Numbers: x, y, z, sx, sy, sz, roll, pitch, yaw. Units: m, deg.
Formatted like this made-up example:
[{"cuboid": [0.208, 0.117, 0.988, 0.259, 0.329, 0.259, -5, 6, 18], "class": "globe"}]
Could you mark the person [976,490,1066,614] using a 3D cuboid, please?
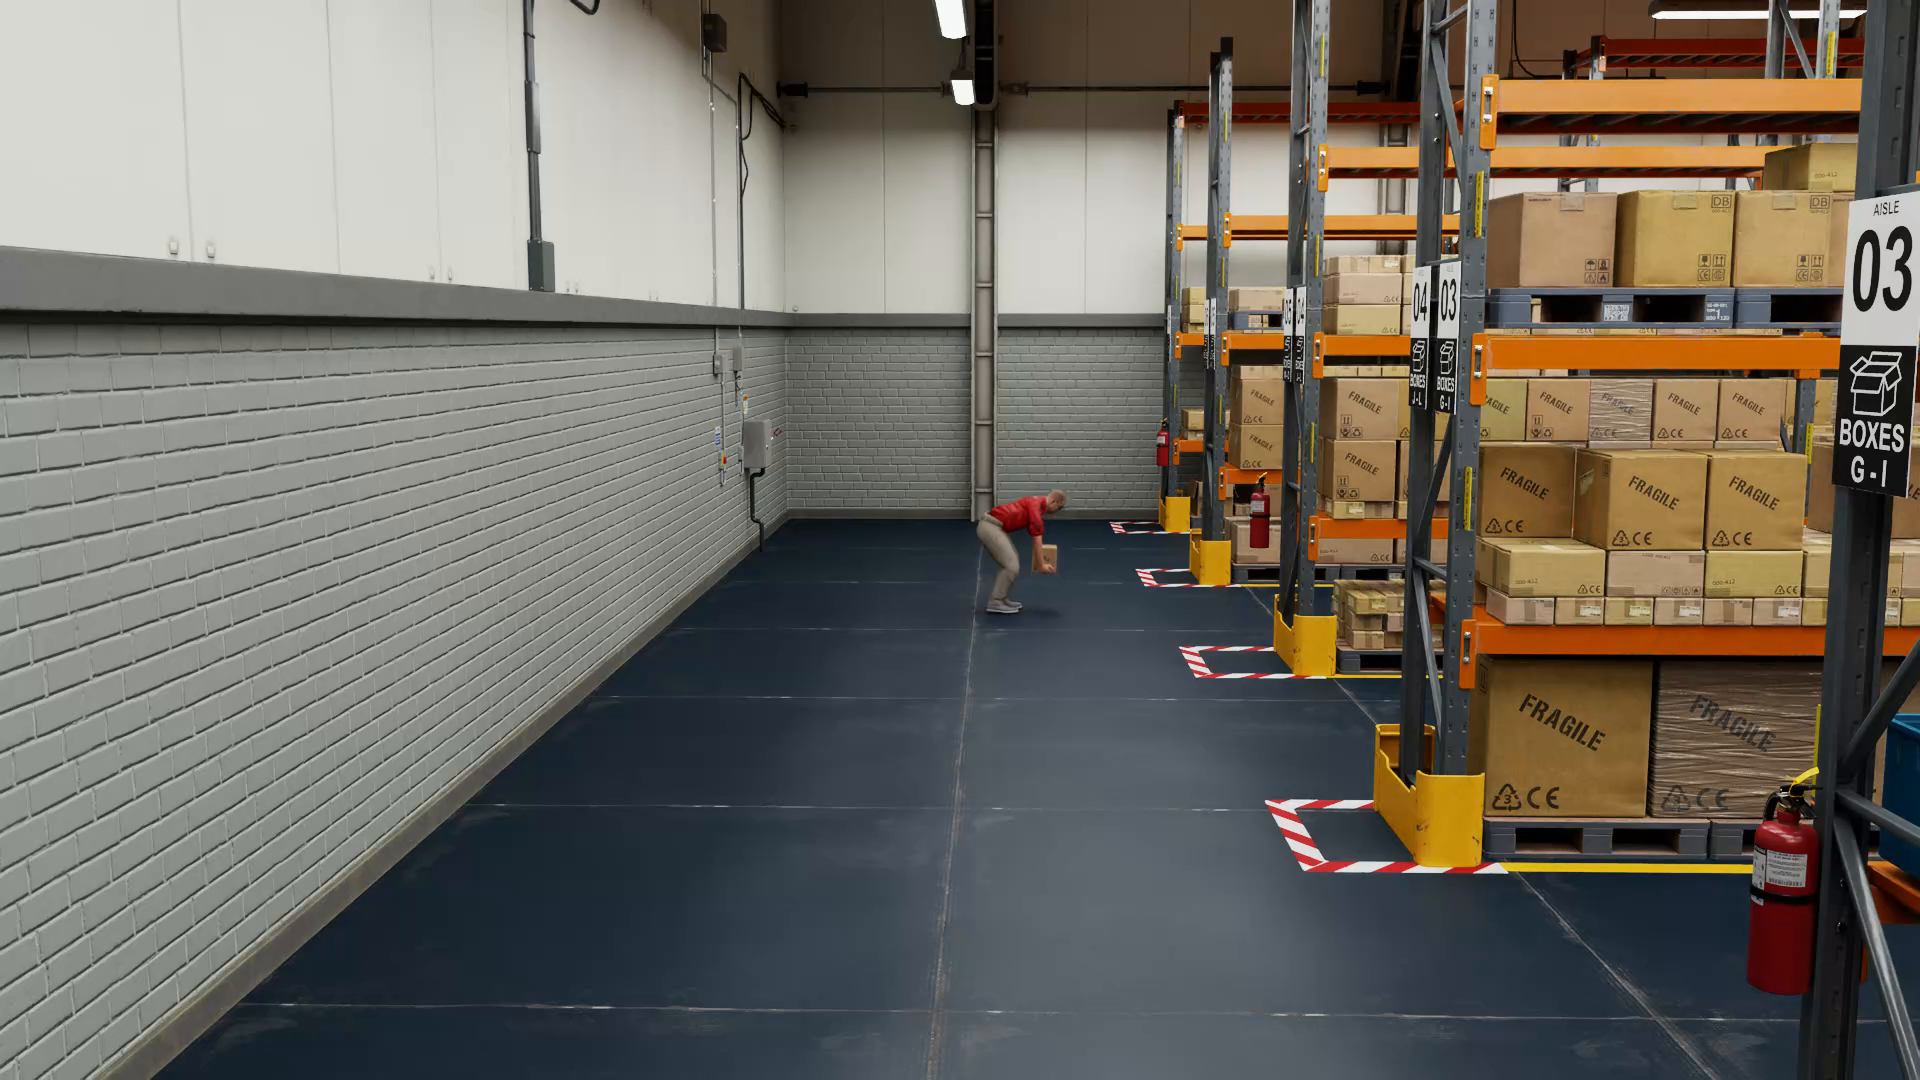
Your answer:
[{"cuboid": [0.622, 0.110, 16.925, 0.915, 1.243, 0.499, 0, 7, -1], "class": "person"}]
